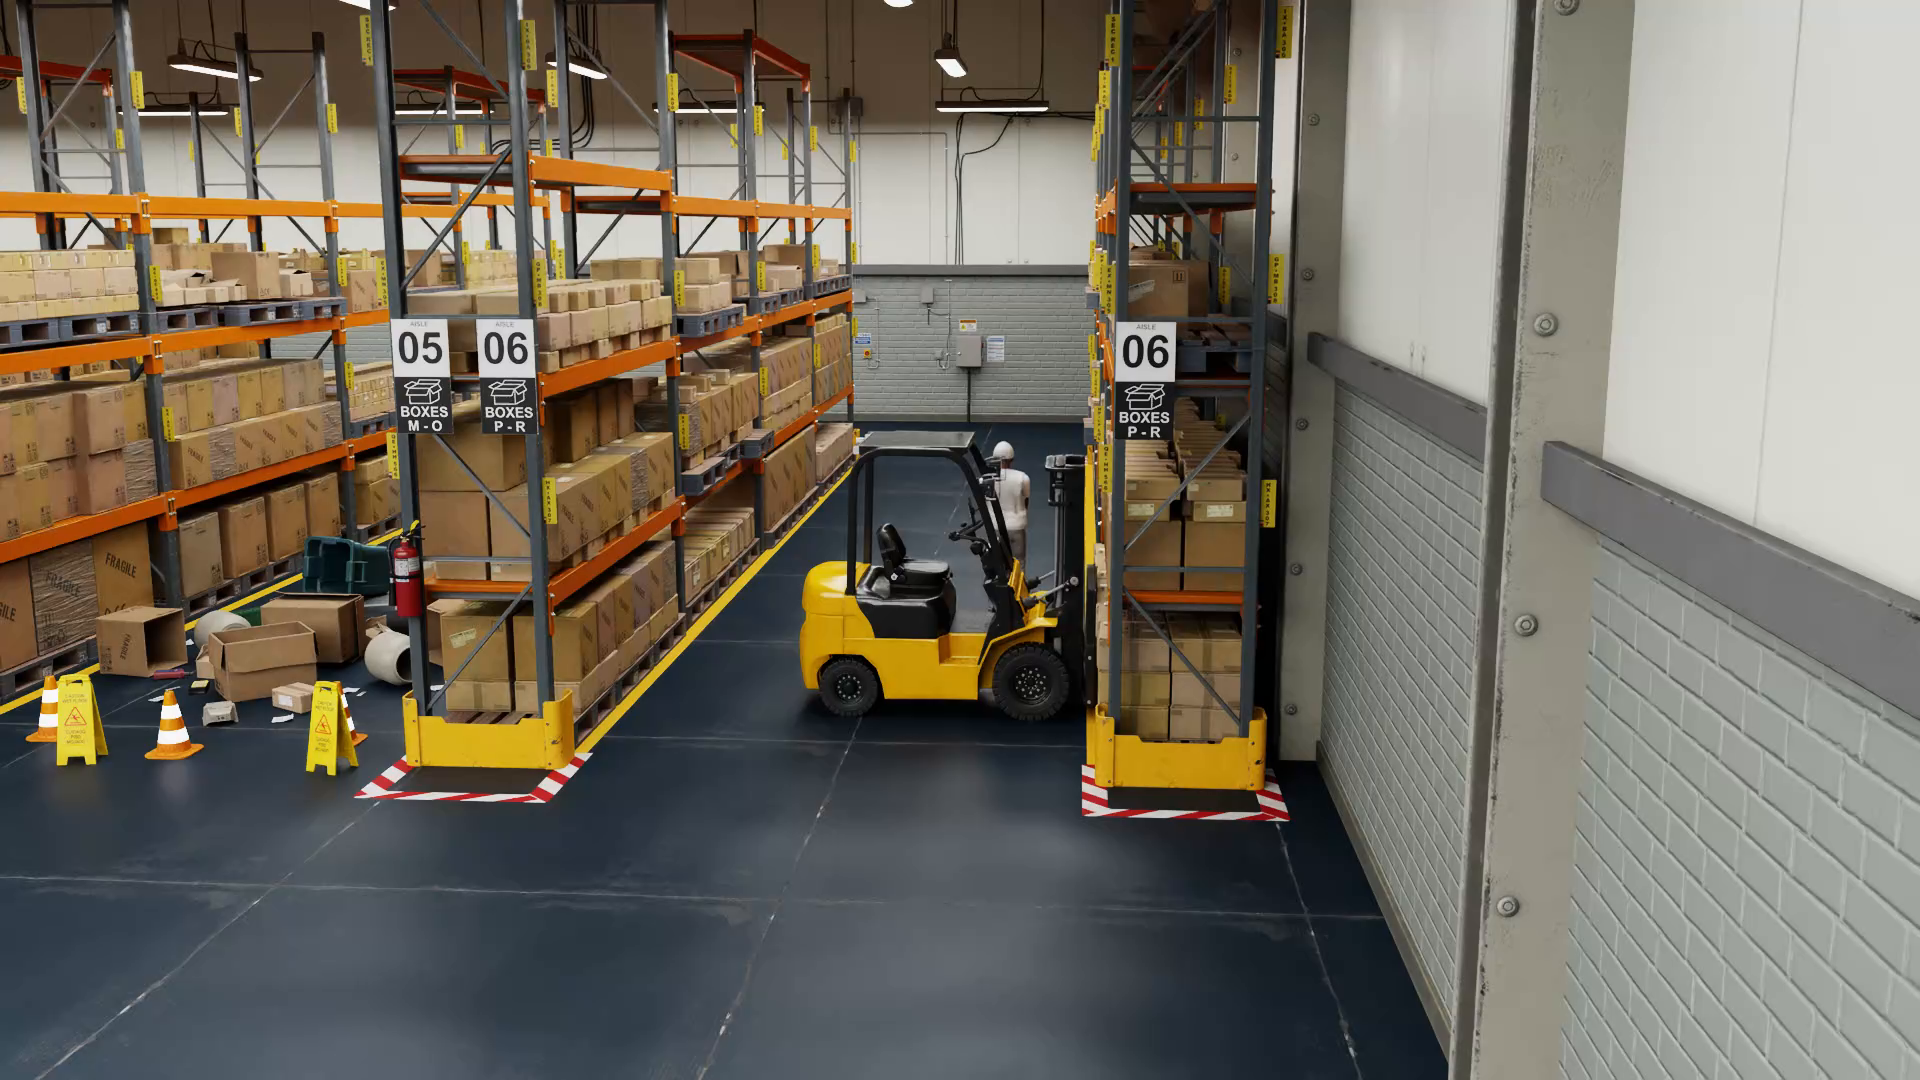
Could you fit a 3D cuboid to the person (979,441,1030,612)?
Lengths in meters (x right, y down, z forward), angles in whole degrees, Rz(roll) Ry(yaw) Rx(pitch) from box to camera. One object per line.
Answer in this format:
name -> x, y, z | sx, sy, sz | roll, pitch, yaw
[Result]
person -> 0.450, -0.128, 16.556 | 0.503, 1.760, 0.587 | 1, 11, 5
